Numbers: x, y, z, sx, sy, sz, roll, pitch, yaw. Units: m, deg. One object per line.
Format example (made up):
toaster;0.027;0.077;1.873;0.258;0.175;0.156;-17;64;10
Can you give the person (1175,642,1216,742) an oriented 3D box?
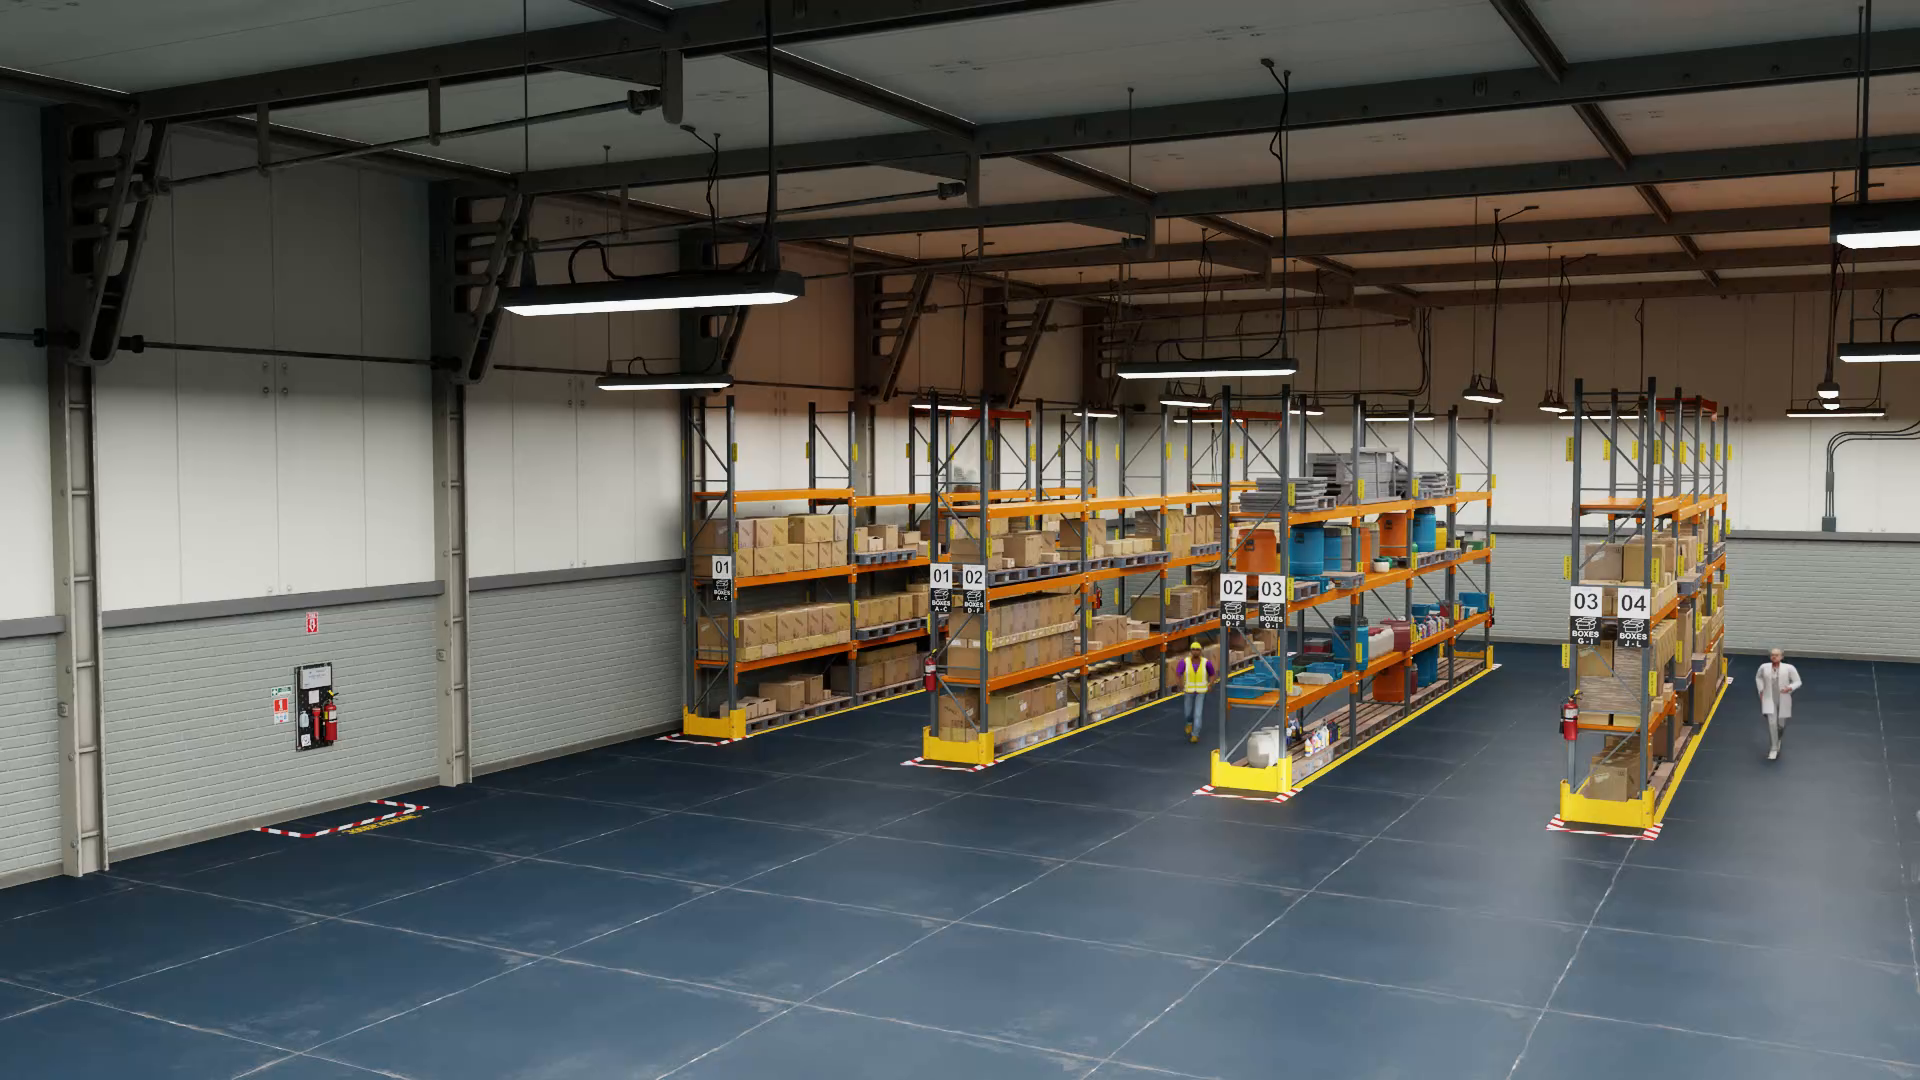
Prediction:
person;4.080;2.622;28.810;0.695;1.720;0.596;0;3;8

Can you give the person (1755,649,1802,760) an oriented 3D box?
person;13.475;2.685;27.414;0.699;1.774;0.923;2;3;30
